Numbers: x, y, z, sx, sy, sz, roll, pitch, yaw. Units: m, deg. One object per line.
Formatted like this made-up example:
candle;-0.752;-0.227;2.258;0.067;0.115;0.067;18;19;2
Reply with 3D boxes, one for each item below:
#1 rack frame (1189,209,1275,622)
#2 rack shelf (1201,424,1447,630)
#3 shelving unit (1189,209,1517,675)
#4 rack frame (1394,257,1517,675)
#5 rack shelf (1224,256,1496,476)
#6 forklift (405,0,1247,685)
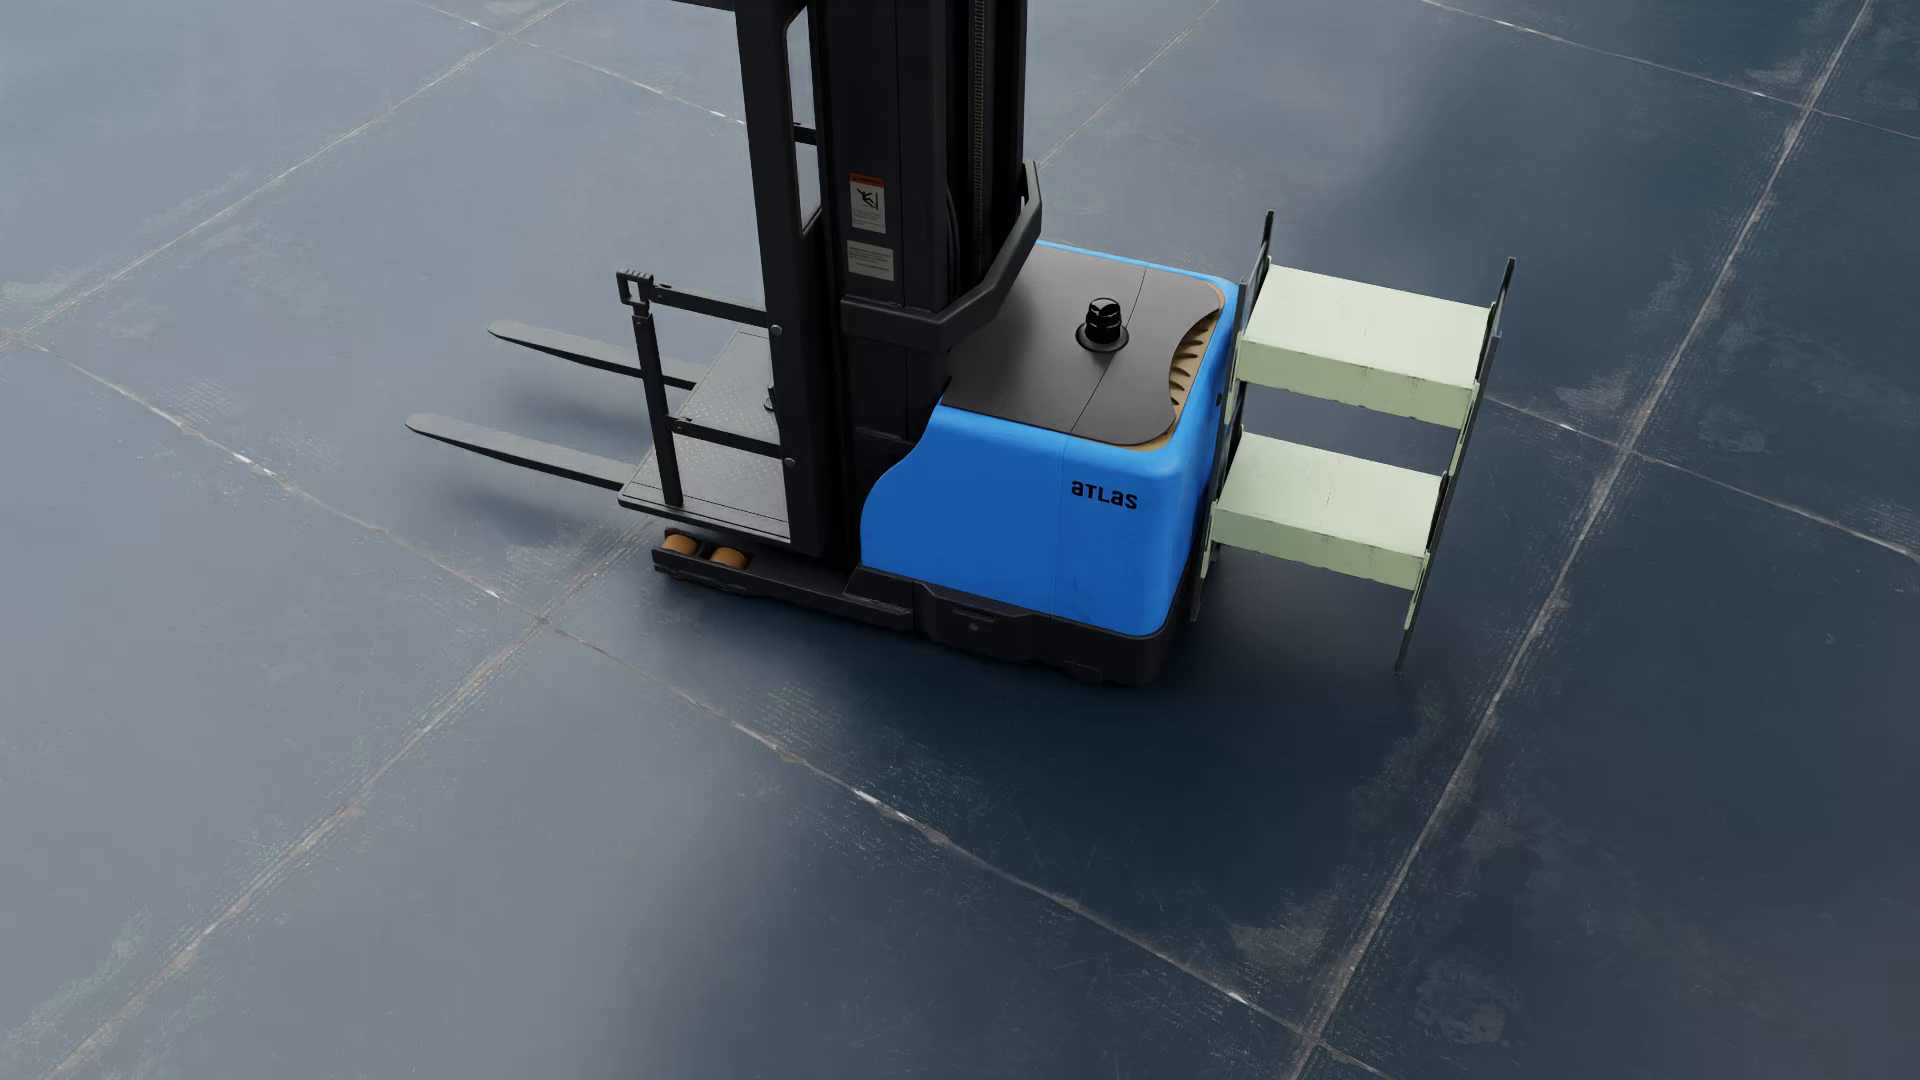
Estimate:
rack frame;0.900;-0.365;5.559;0.023;1.500;0.400;14;48;14
rack shelf;1.244;-0.050;5.707;0.720;0.370;0.431;14;48;14
shelving unit;1.244;-0.277;5.473;0.755;1.500;0.431;14;48;14
rack frame;1.589;-0.189;5.388;0.023;1.500;0.400;14;48;14
rack shelf;1.244;-0.549;5.193;0.720;0.370;0.431;14;48;14
forklift;-0.594;-1.173;5.346;3.031;2.935;1.130;14;48;14
